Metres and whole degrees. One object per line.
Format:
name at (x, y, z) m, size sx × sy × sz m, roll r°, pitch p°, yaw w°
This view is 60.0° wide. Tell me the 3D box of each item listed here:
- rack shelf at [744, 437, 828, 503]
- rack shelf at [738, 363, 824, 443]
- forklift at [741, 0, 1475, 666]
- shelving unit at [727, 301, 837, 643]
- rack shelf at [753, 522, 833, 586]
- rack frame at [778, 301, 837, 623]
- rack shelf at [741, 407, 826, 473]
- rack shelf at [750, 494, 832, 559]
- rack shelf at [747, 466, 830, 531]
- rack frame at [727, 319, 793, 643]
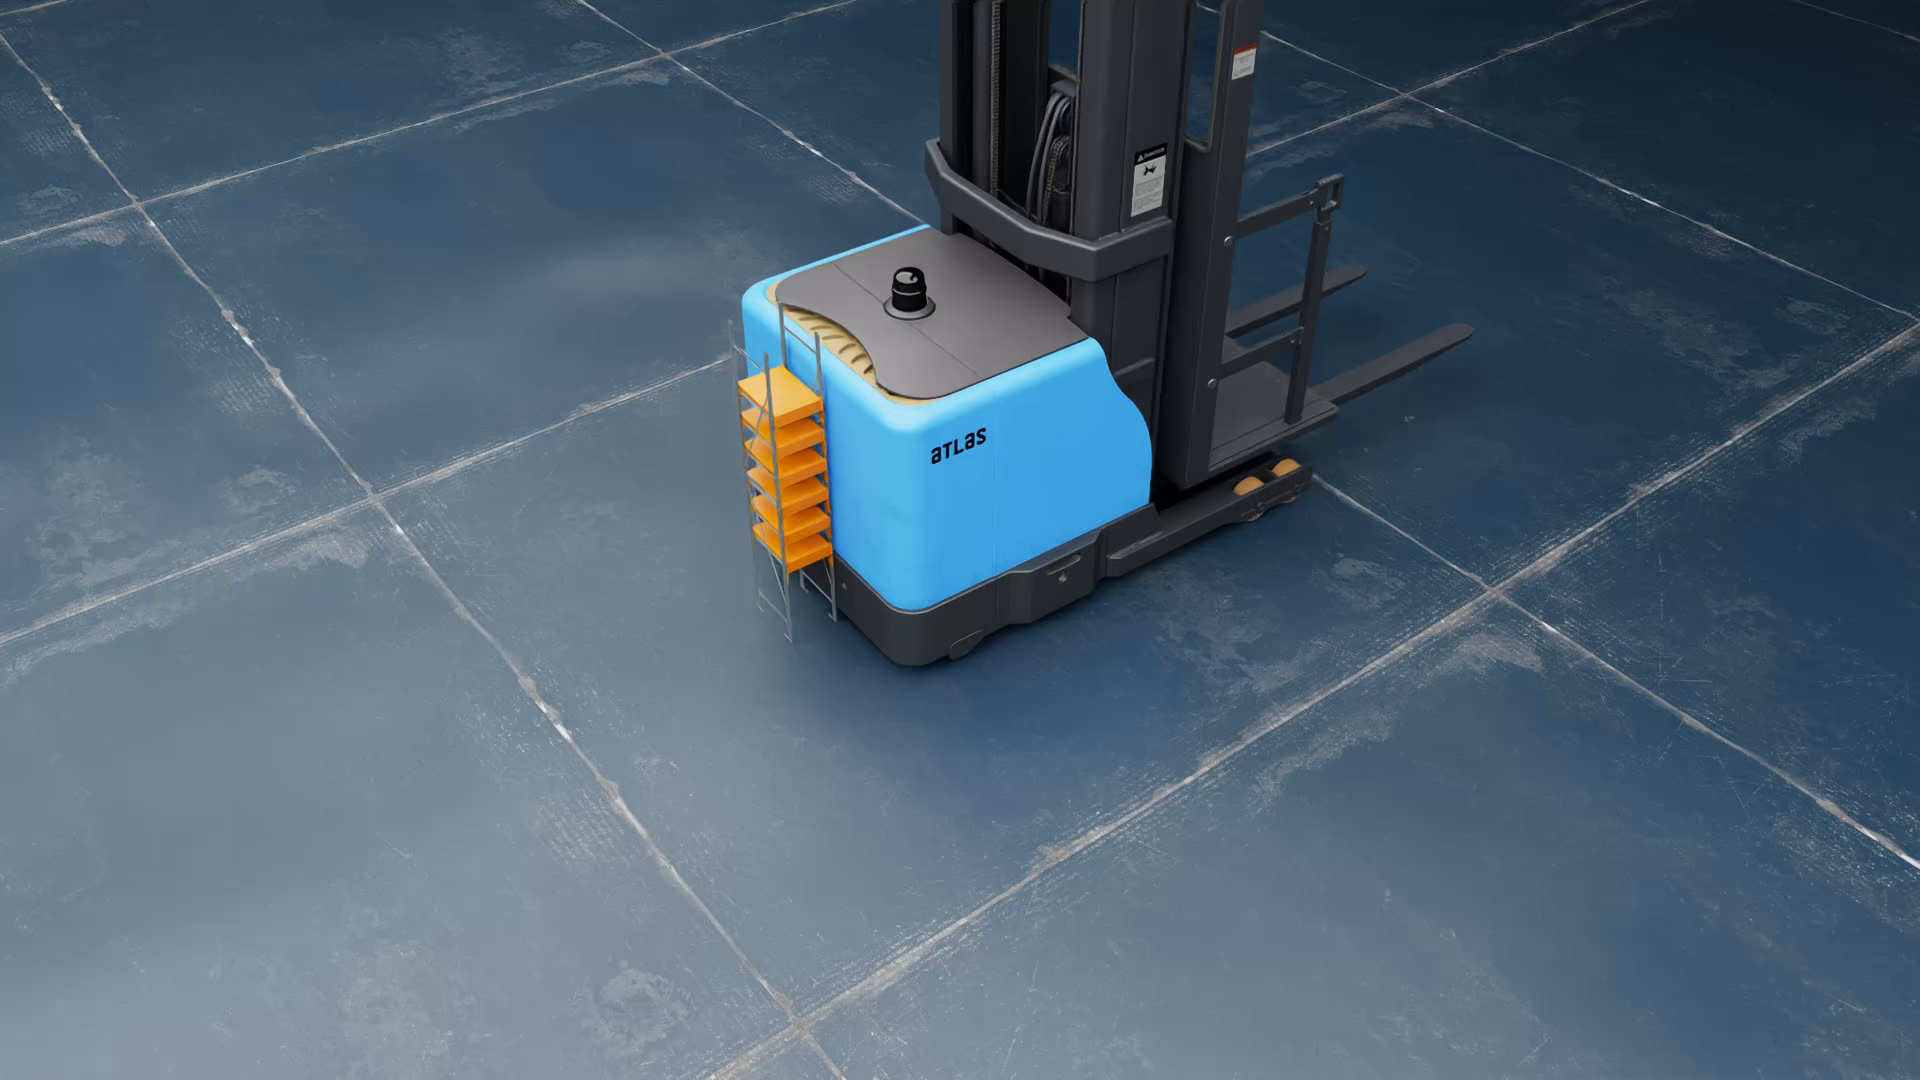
rack shelf at (-0.581, -0.258, 5.499) m, size 0.180 × 0.103 × 0.258 m, roll -25°, pitch 45°, yaw -27°
rack shelf at (-0.581, -0.443, 5.347) m, size 0.180 × 0.103 × 0.258 m, roll -25°, pitch 45°, yaw -27°
forklift at (0.741, -1.455, 5.712) m, size 3.031 × 2.935 × 1.130 m, roll -25°, pitch 45°, yaw -27°
shelving unit at (-0.581, -0.199, 5.547) m, size 0.189 × 1.200 × 0.258 m, roll -25°, pitch 45°, yaw -27°
rack shelf at (-0.581, 0.021, 5.727) m, size 0.180 × 0.103 × 0.258 m, roll -25°, pitch 45°, yaw -27°
rack frame at (-0.507, -0.233, 5.588) m, size 0.006 × 1.200 × 0.240 m, roll -25°, pitch 45°, yaw -27°
rack shelf at (-0.581, -0.351, 5.423) m, size 0.180 × 0.103 × 0.258 m, roll -25°, pitch 45°, yaw -27°
rack shelf at (-0.581, -0.072, 5.651) m, size 0.180 × 0.103 × 0.258 m, roll -25°, pitch 45°, yaw -27°
rack shelf at (-0.581, -0.165, 5.575) m, size 0.180 × 0.103 × 0.258 m, roll -25°, pitch 45°, yaw -27°
rack frame at (-0.655, -0.165, 5.506) m, size 0.006 × 1.200 × 0.240 m, roll -25°, pitch 45°, yaw -27°
